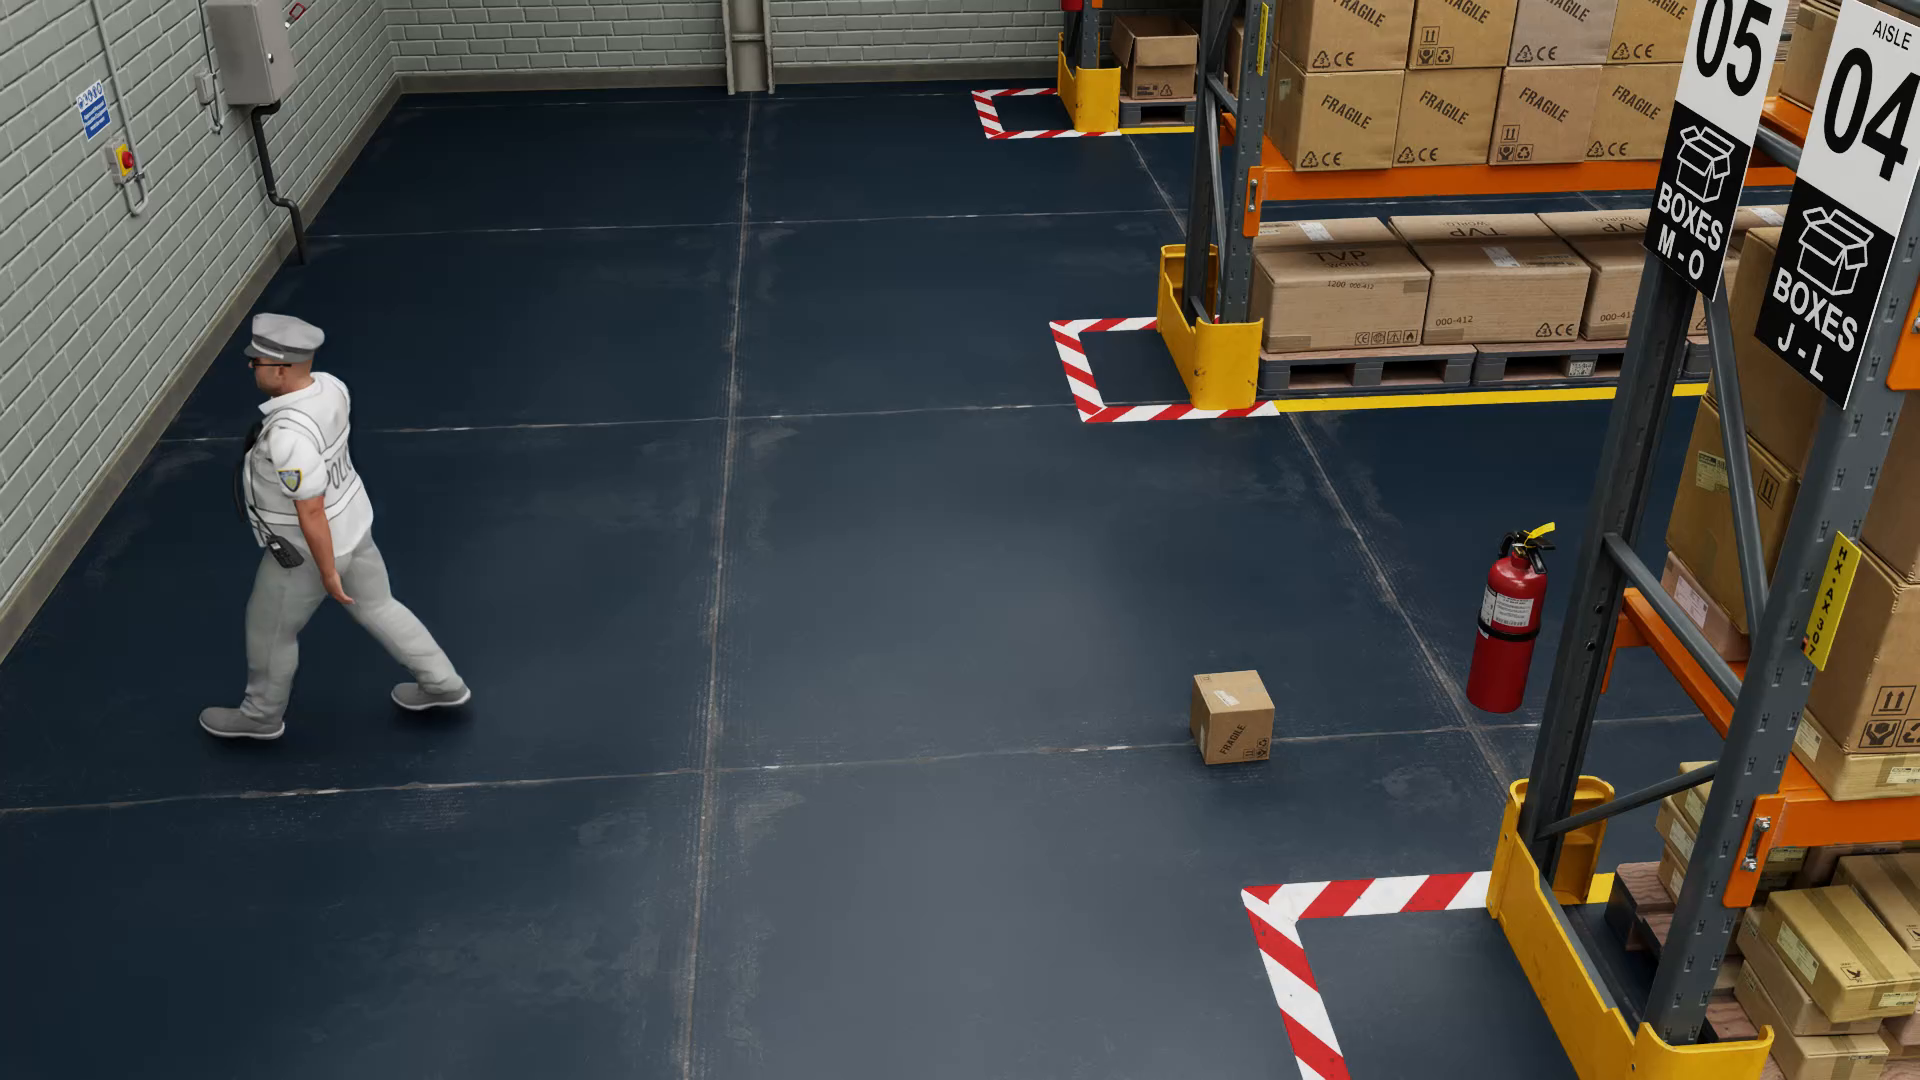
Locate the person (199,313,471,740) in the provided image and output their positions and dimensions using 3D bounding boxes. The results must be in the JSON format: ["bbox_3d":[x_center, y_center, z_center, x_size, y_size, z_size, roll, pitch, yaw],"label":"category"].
[{"bbox_3d":[-2.454,-0.050,6.174,1.013,1.709,0.548,2,31,3],"label":"person"}]
